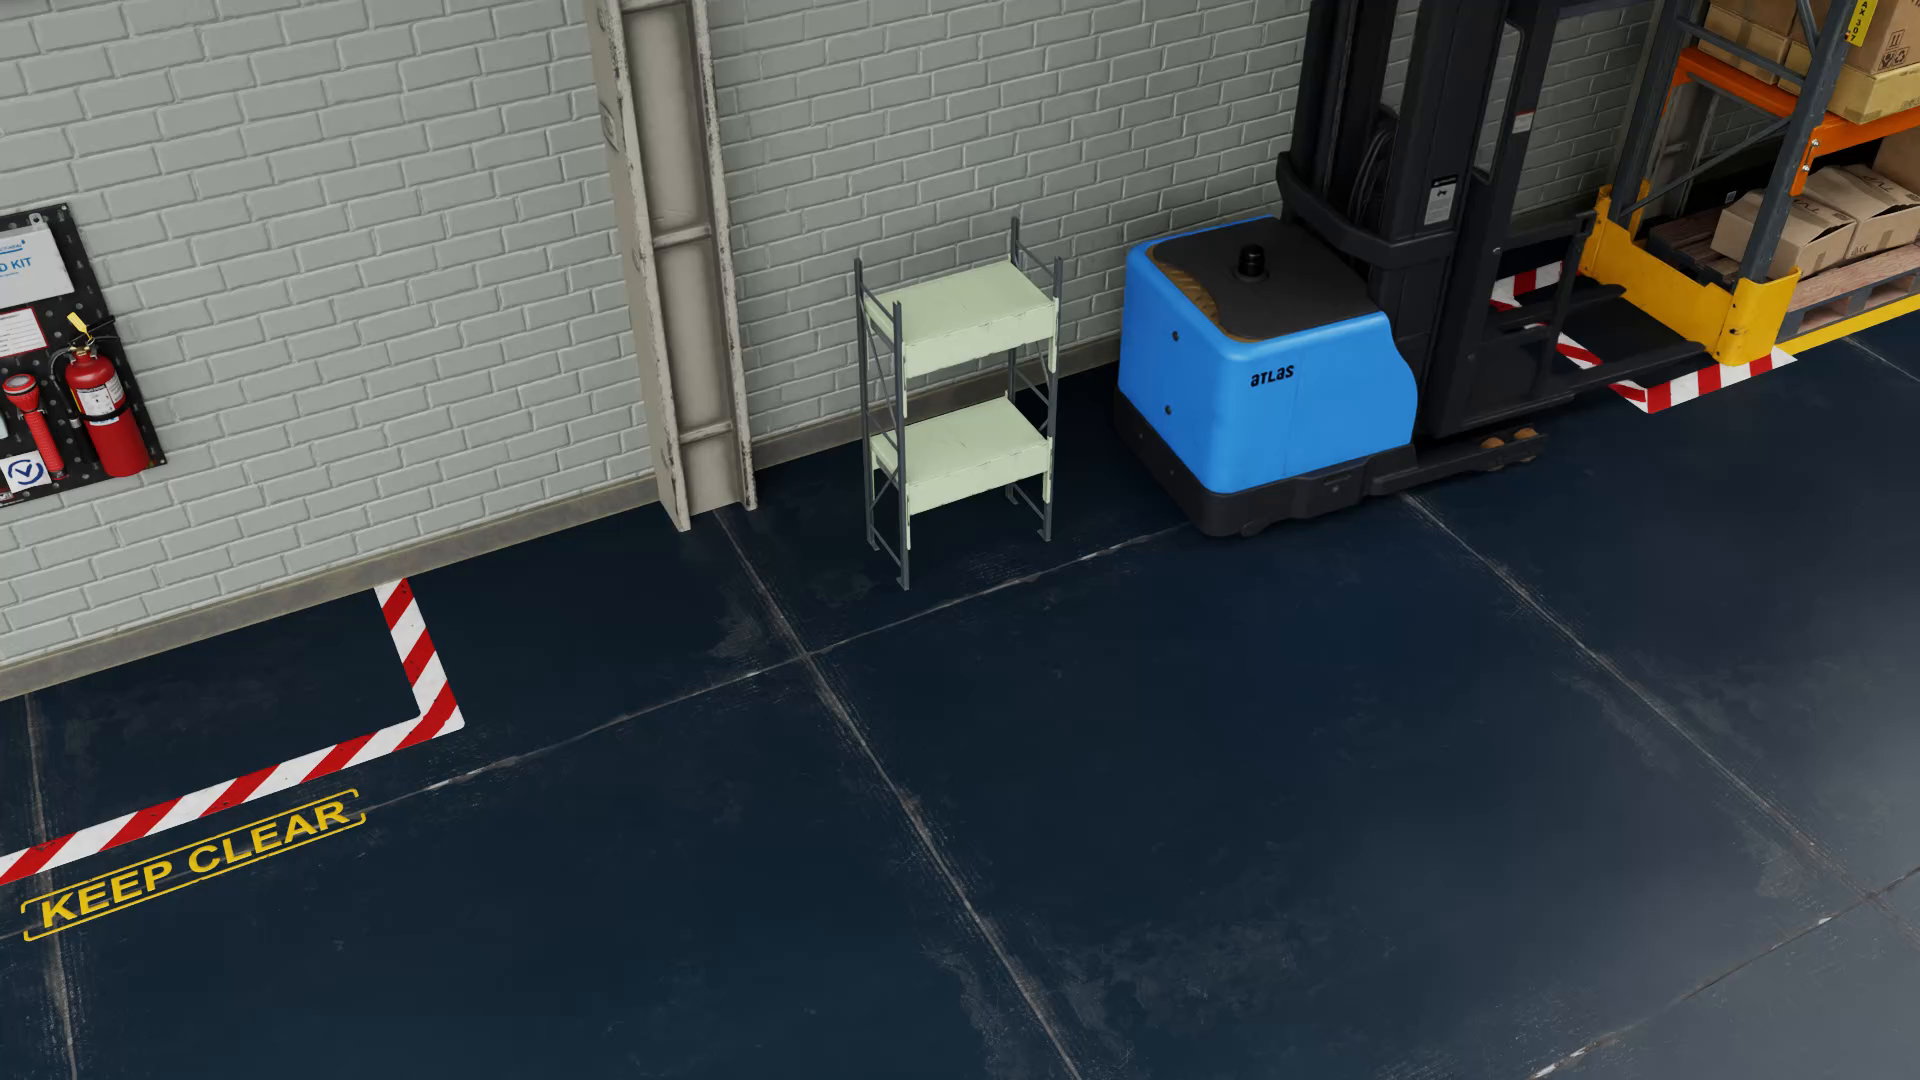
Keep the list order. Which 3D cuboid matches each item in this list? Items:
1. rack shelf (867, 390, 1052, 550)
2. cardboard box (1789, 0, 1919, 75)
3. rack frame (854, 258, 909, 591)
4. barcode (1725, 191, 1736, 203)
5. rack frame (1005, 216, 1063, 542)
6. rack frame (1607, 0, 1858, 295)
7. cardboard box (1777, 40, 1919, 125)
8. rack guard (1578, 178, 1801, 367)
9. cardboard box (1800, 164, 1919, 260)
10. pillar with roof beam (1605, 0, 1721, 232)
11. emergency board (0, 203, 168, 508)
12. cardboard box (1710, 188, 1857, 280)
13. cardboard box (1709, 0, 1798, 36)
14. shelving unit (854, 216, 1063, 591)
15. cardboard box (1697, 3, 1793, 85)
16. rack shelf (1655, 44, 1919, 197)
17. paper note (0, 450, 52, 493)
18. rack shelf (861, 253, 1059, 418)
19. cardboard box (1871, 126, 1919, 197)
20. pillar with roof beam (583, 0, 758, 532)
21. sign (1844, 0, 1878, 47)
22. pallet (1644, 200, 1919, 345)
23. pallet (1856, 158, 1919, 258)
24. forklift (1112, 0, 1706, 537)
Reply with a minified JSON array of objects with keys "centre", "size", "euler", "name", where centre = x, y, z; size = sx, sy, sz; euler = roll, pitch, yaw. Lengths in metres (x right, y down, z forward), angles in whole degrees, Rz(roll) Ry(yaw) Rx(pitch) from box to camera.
[{"centre":[-0.006,-0.322,7.463],"size":[0.720,0.370,0.431],"euler":[-19,44,-21],"name":"rack shelf"},{"centre":[4.457,-2.621,8.034],"size":[0.500,0.500,0.500],"euler":[-19,44,-21],"name":"cardboard box"},{"centre":[-0.331,-0.461,7.123],"size":[0.023,1.500,0.400],"euler":[-19,44,-21],"name":"rack frame"},{"centre":[4.381,-1.949,9.453],"size":[0.075,0.075,0.001],"euler":[-19,44,-21],"name":"barcode"},{"centre":[0.319,-0.680,7.381],"size":[0.023,1.500,0.400],"euler":[-19,44,-21],"name":"rack frame"},{"centre":[3.894,-2.414,8.270],"size":[0.127,3.000,1.000],"euler":[-19,44,-21],"name":"rack frame"},{"centre":[4.474,-2.329,8.269],"size":[0.500,0.250,0.500],"euler":[-20,44,-22],"name":"cardboard box"},{"centre":[3.962,-1.483,9.104],"size":[0.348,0.500,1.175],"euler":[-19,44,-21],"name":"rack guard"},{"centre":[5.055,-1.881,9.380],"size":[0.500,0.311,0.500],"euler":[-15,43,-17],"name":"cardboard box"},{"centre":[6.104,-2.942,4.249],"size":[0.400,9.000,9.100],"euler":[-19,44,-21],"name":"pillar with roof beam"},{"centre":[-3.415,-0.613,6.141],"size":[0.643,1.169,0.194],"euler":[-19,44,-21],"name":"emergency board"},{"centre":[4.549,-1.711,9.179],"size":[0.500,0.311,0.500],"euler":[-24,46,-25],"name":"cardboard box"},{"centre":[4.214,-2.914,8.379],"size":[0.500,0.500,0.500],"euler":[-19,44,-21],"name":"cardboard box"},{"centre":[-0.006,-0.570,7.252],"size":[0.755,1.500,0.431],"euler":[-19,44,-21],"name":"shelving unit"},{"centre":[4.219,-2.615,8.608],"size":[0.500,0.250,0.500],"euler":[-18,43,-20],"name":"cardboard box"},{"centre":[5.668,-2.737,9.207],"size":[4.000,0.370,1.077],"euler":[-19,44,-21],"name":"rack shelf"},{"centre":[-3.604,-0.263,6.410],"size":[0.142,0.148,0.016],"euler":[-19,44,-21],"name":"paper note"},{"centre":[-0.006,-0.868,7.000],"size":[0.720,0.370,0.431],"euler":[-19,44,-21],"name":"rack shelf"},{"centre":[5.729,-2.144,9.544],"size":[0.500,0.500,0.700],"euler":[-21,45,-23],"name":"cardboard box"},{"centre":[0.783,-1.151,2.134],"size":[0.400,9.000,9.100],"euler":[-19,44,-21],"name":"pillar with roof beam"},{"centre":[4.145,-2.434,7.623],"size":[0.005,0.325,0.100],"euler":[-19,44,-21],"name":"sign"},{"centre":[4.699,-1.595,9.460],"size":[1.213,0.211,1.003],"euler":[-19,44,-21],"name":"pallet"},{"centre":[5.779,-1.957,9.887],"size":[1.213,0.211,1.003],"euler":[-19,44,-21],"name":"pallet"},{"centre":[2.324,-1.752,7.541],"size":[3.031,2.935,1.130],"euler":[-15,43,-17],"name":"forklift"}]
